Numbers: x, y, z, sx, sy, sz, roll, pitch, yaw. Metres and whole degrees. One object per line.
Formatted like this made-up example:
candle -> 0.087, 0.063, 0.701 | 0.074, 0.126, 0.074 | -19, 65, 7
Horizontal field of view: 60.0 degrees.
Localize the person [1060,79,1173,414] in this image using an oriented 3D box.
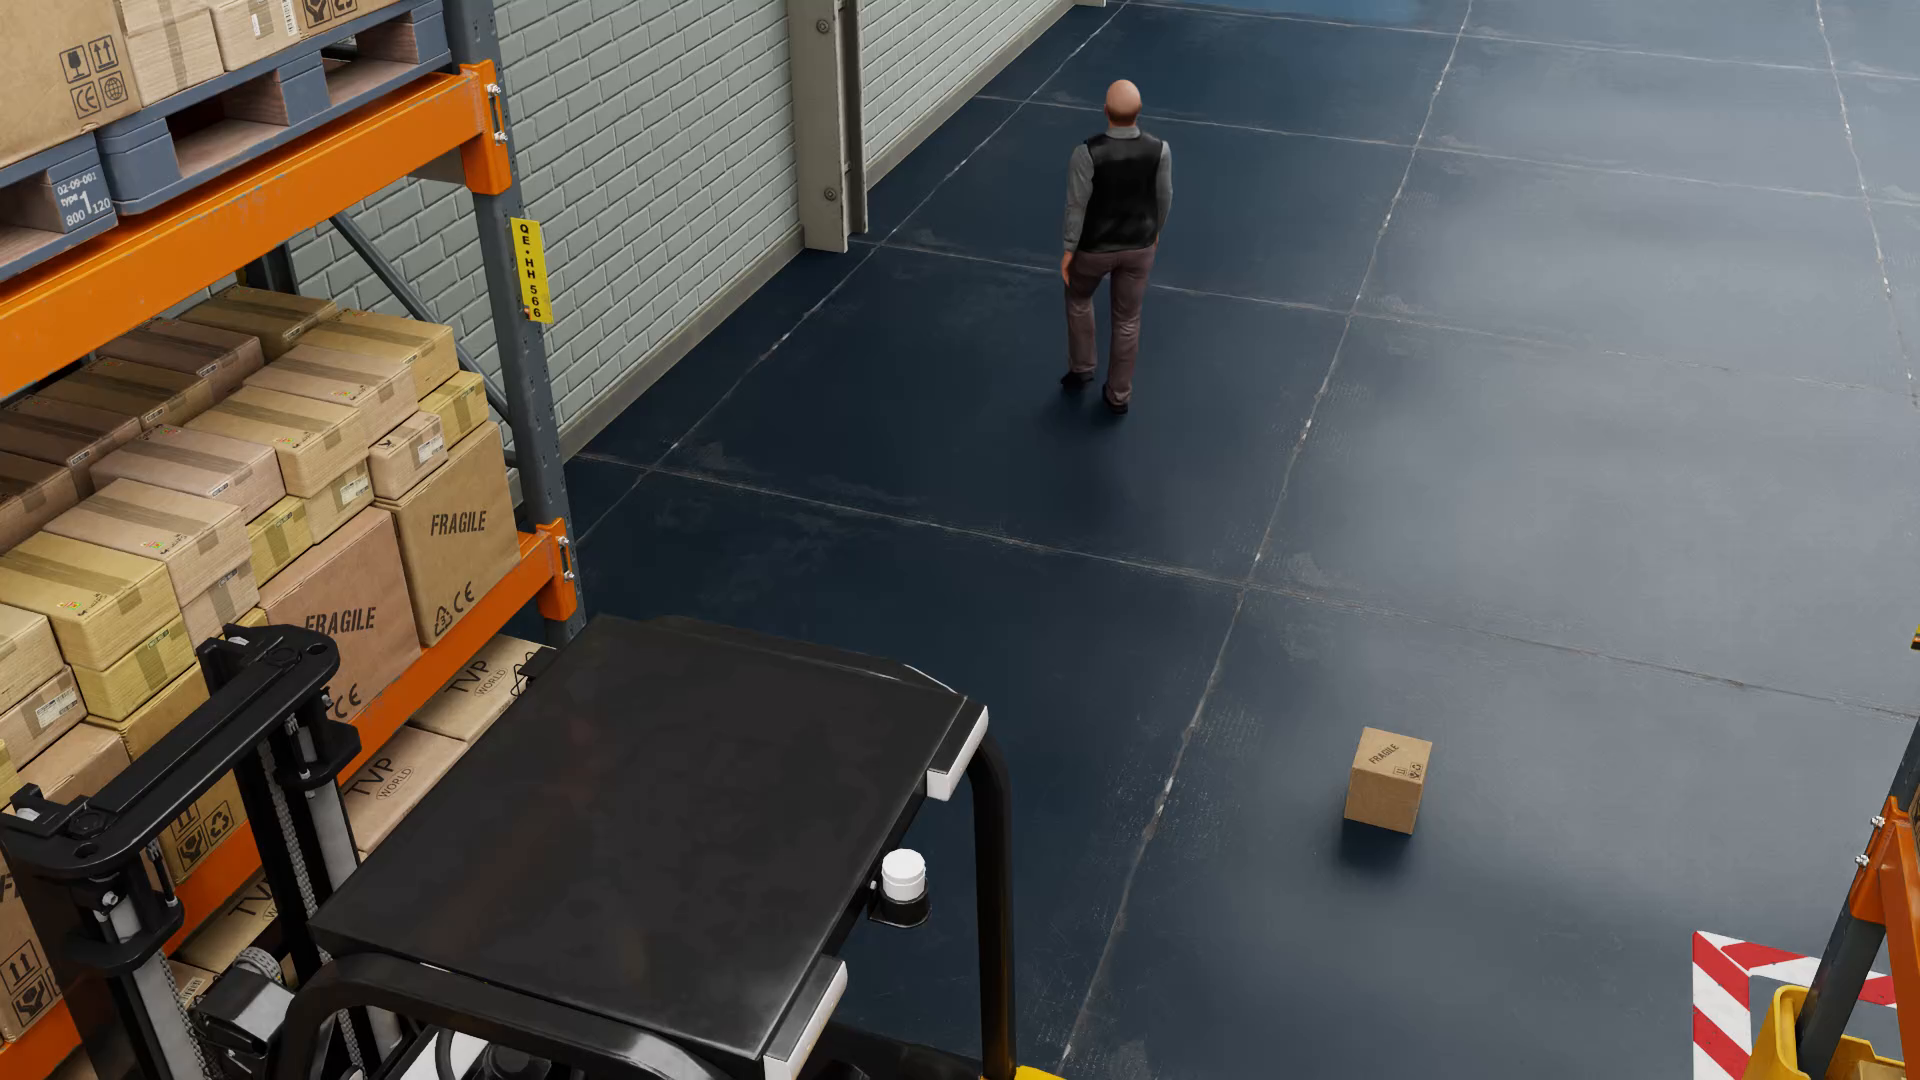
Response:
person -> 0.776, -1.465, 8.446 | 0.571, 1.791, 0.586 | -4, 33, -6
